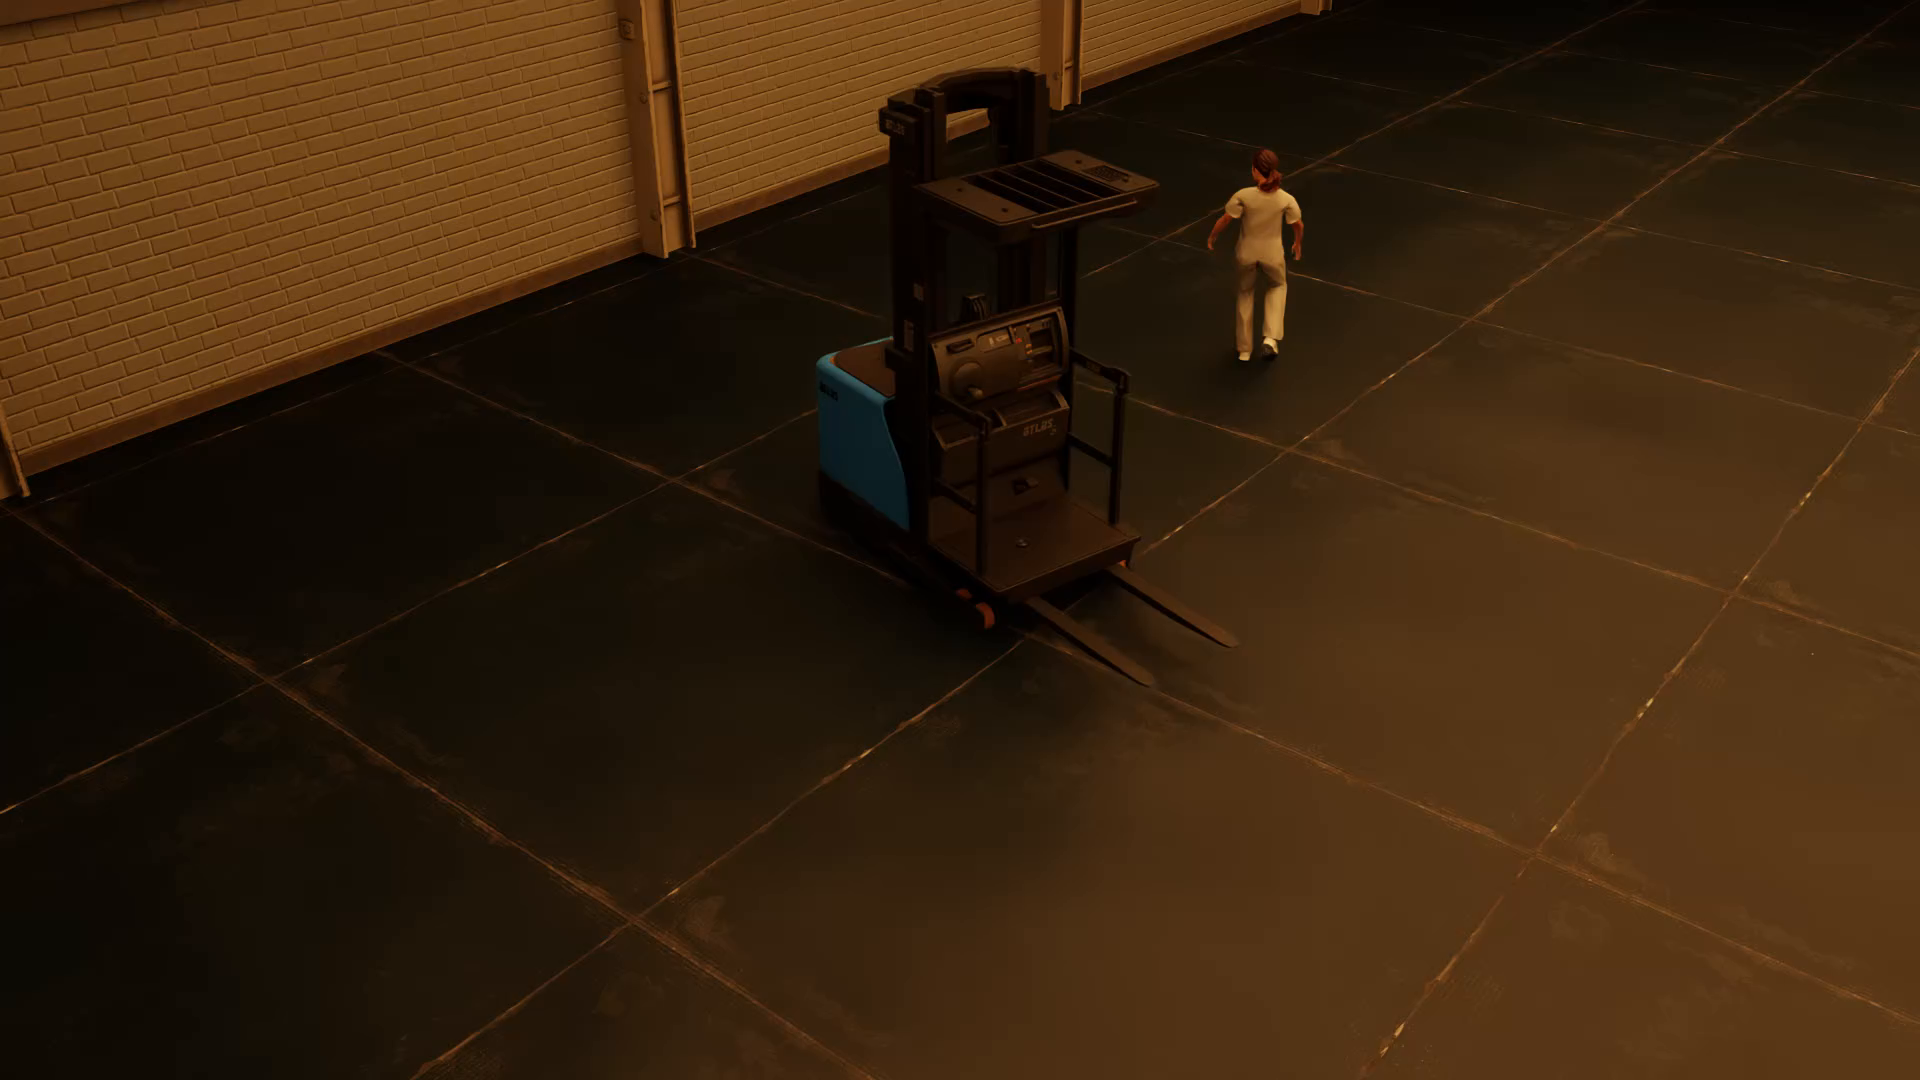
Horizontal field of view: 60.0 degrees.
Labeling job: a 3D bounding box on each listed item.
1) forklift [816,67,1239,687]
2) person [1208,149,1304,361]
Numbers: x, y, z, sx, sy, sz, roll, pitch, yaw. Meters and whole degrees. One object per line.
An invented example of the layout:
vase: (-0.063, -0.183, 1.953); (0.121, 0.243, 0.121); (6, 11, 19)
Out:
forklift: (0.363, -1.018, 9.337); (1.130, 2.935, 3.031); (-20, 36, -31)
person: (2.217, -2.144, 12.566); (0.713, 1.650, 0.480); (7, 31, 12)
